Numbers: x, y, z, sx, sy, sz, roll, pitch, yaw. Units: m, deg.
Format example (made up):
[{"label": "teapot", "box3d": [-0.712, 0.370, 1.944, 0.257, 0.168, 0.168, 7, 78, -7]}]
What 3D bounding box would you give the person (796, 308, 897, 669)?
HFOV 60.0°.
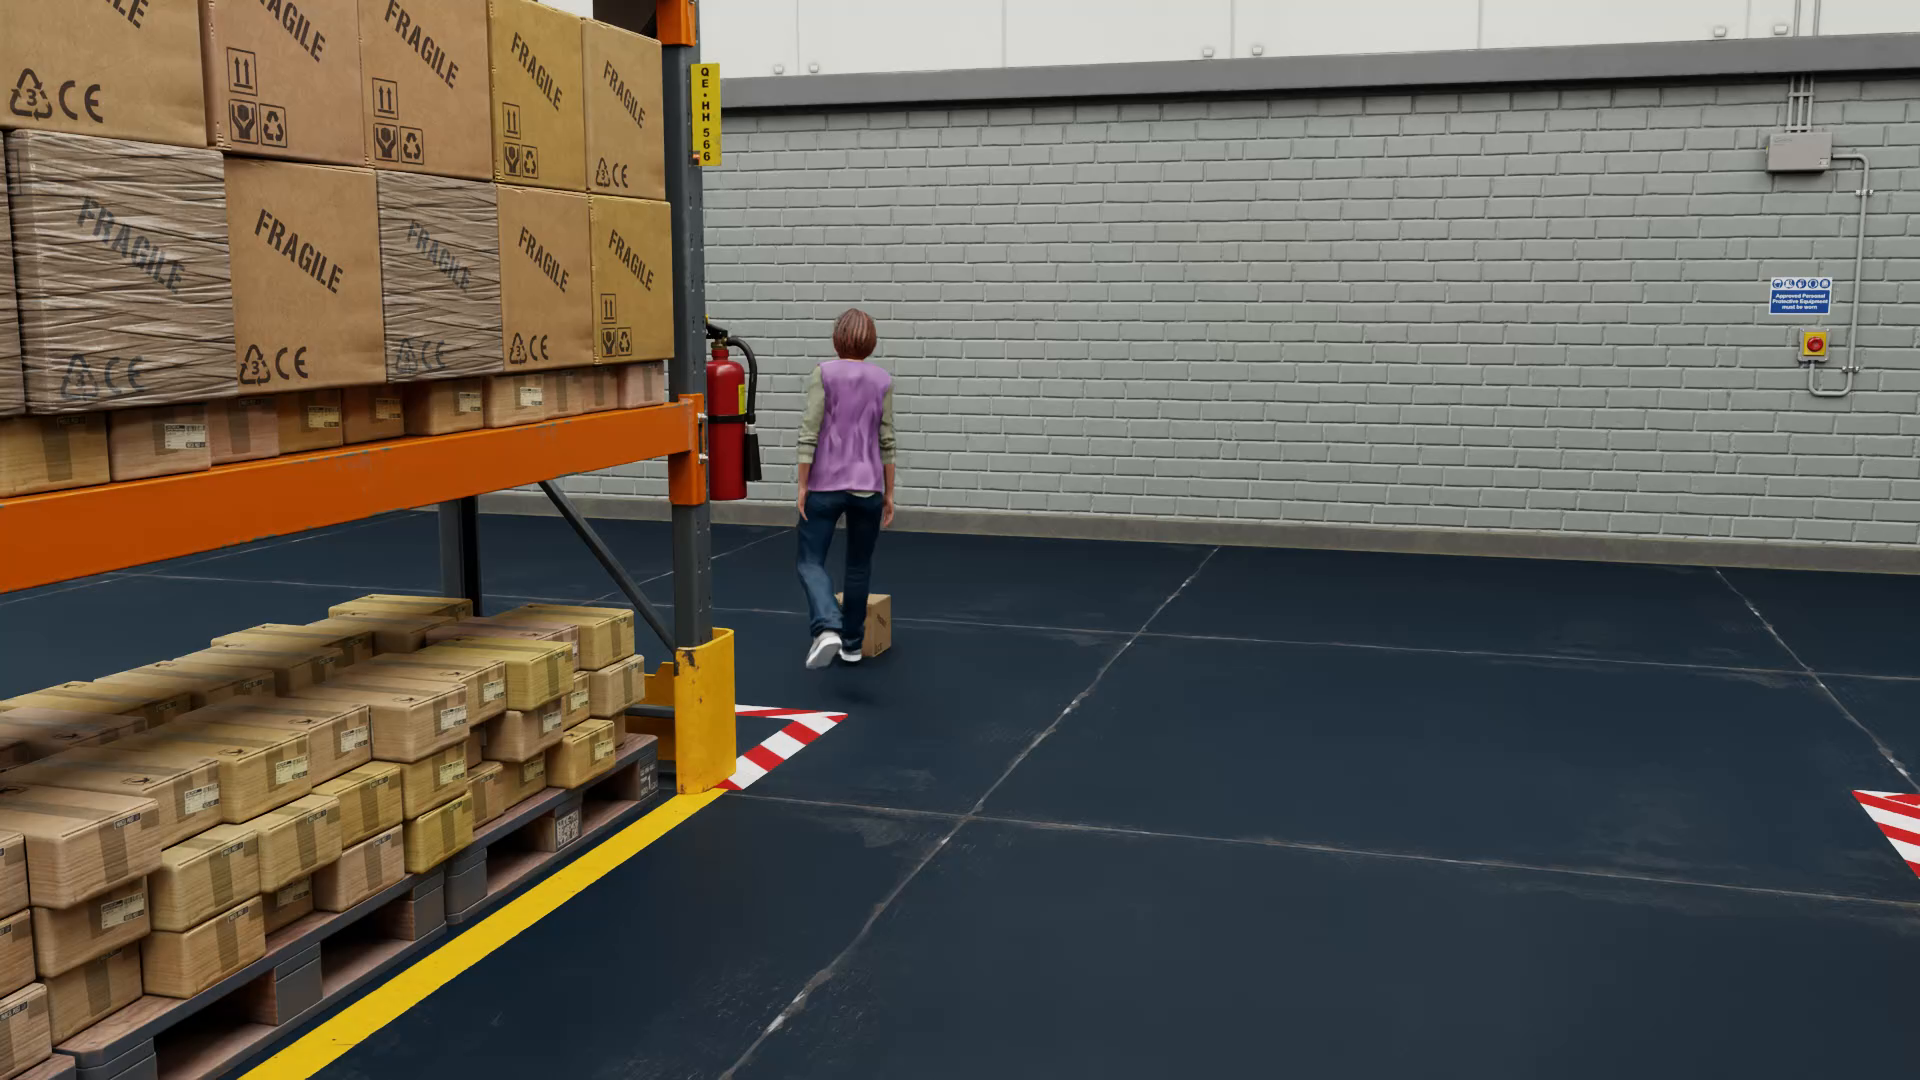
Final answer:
[{"label": "person", "box3d": [-0.498, -0.206, 7.163, 0.481, 1.570, 0.836, -3, 9, -18]}]
